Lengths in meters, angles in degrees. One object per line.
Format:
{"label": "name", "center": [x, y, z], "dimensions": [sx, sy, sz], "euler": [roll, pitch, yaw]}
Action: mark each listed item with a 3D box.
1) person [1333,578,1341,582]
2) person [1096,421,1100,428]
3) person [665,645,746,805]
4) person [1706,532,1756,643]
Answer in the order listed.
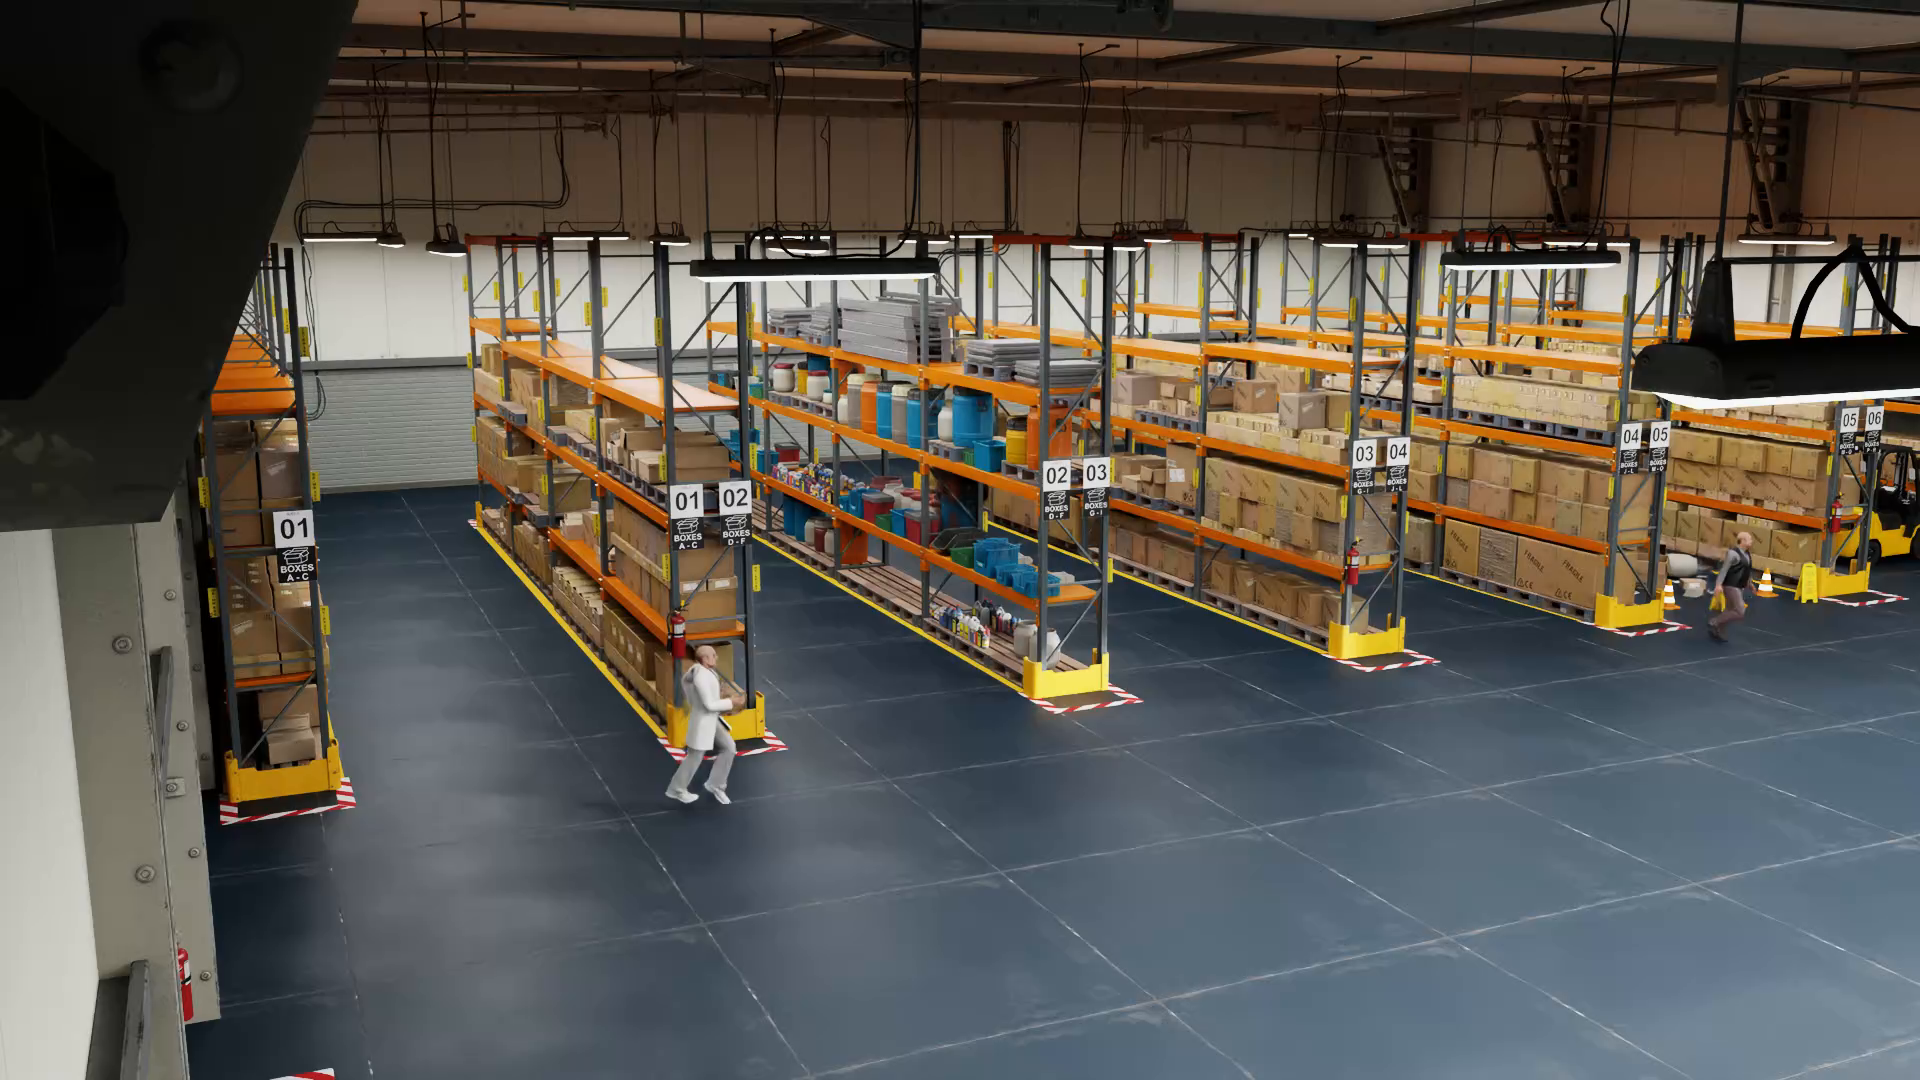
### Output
{"label": "person", "center": [6.814, -0.027, 29.094], "dimensions": [0.690, 1.602, 0.845], "euler": [-6, 13, -30]}
{"label": "person", "center": [3.651, -2.651, 42.254], "dimensions": [0.576, 1.657, 0.966], "euler": [6, 13, 29]}
{"label": "person", "center": [-2.762, 2.032, 18.029], "dimensions": [0.911, 1.837, 0.649], "euler": [1, 11, 4]}
{"label": "person", "center": [11.639, 0.710, 25.052], "dimensions": [0.562, 1.701, 0.648], "euler": [9, 14, 40]}
